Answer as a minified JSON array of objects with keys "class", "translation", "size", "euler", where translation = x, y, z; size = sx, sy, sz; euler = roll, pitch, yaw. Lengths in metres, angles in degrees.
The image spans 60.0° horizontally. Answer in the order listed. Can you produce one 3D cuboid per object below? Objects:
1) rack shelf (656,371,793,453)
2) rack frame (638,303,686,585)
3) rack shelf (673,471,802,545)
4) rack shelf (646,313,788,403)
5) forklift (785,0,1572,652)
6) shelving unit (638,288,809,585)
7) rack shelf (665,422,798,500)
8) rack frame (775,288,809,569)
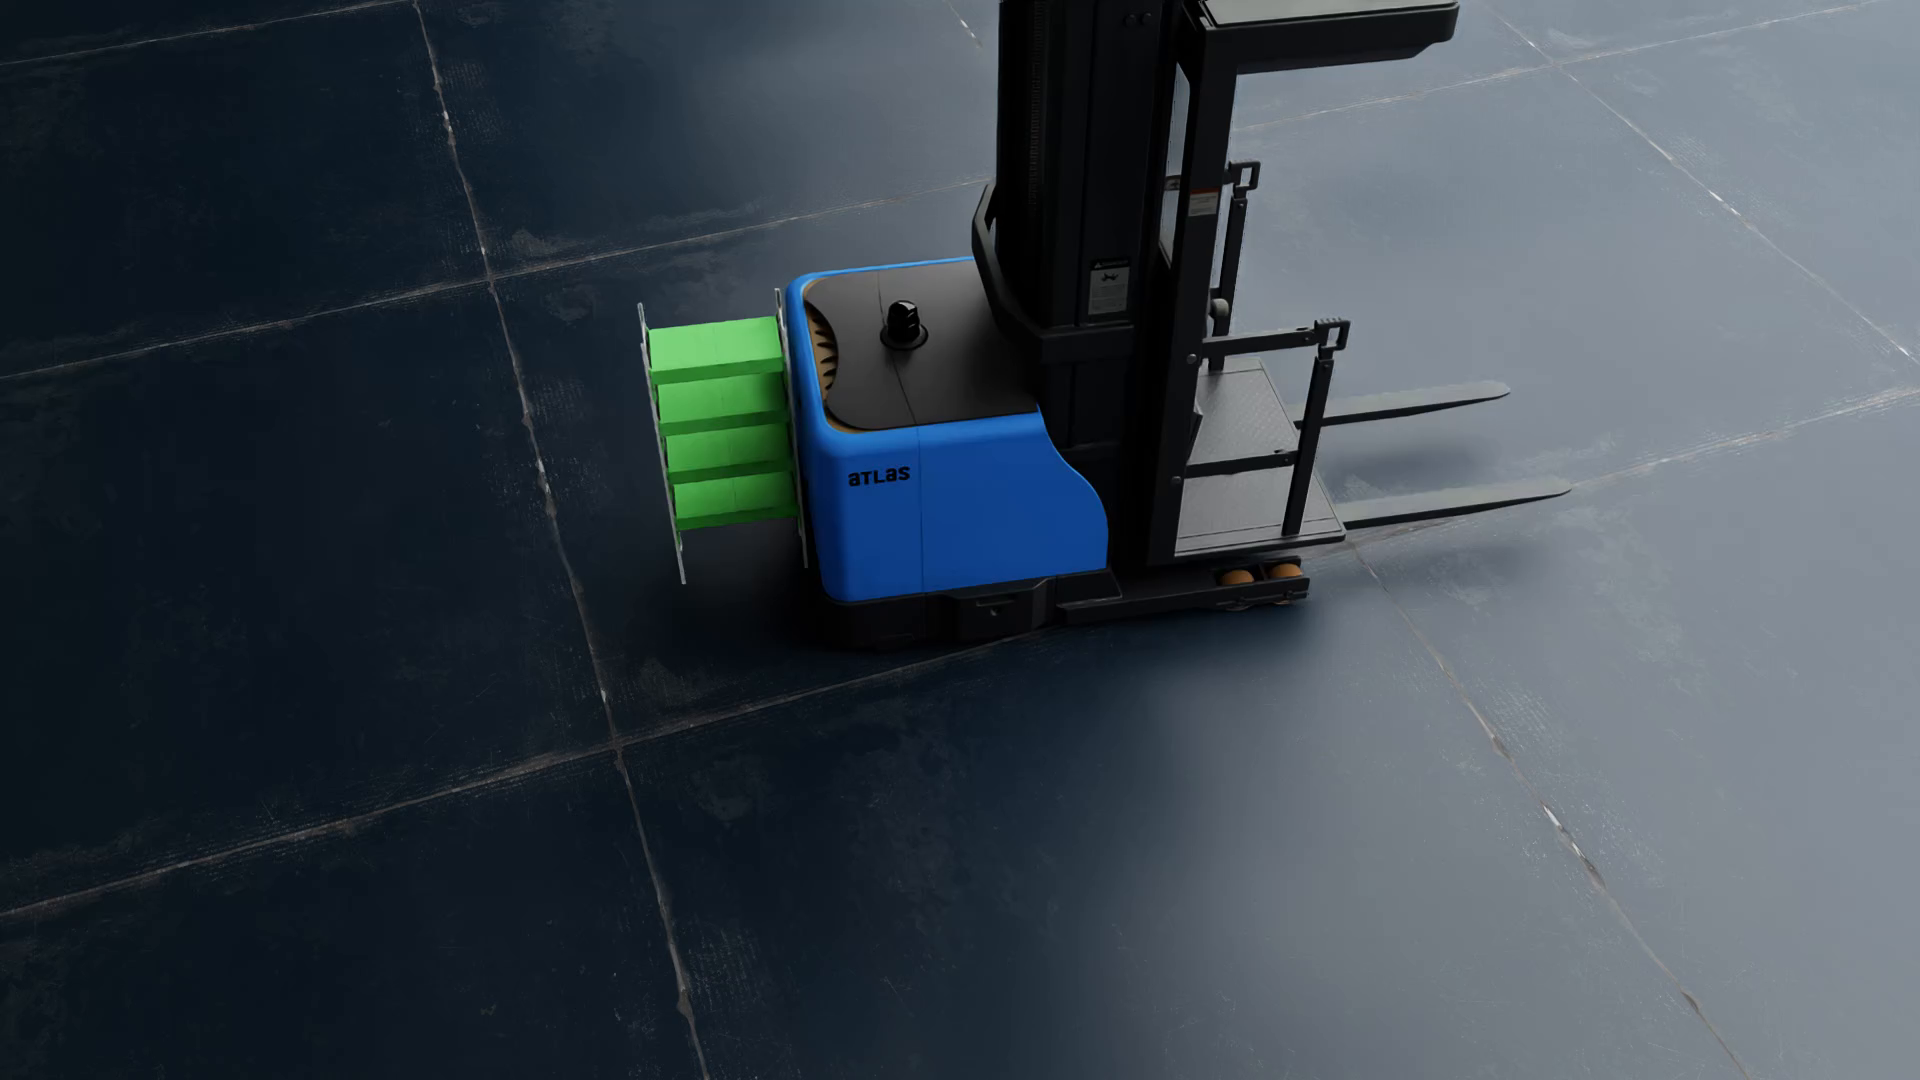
[{"class":"rack shelf","translation":[-0.873,-0.486,6.139],"size":[0.480,0.148,0.258],"euler":[-7,46,-7]},{"class":"rack frame","translation":[-1.113,-0.331,6.233],"size":[0.015,1.200,0.240],"euler":[-7,46,-7]},{"class":"rack shelf","translation":[-0.873,-0.147,6.479],"size":[0.480,0.148,0.258],"euler":[-7,46,-7]},{"class":"rack shelf","translation":[-0.873,-0.656,5.969],"size":[0.480,0.148,0.258],"euler":[-7,46,-7]},{"class":"forklift","translation":[0.898,-1.121,5.798],"size":[3.031,2.935,1.130],"euler":[-7,46,-7]},{"class":"shelving unit","translation":[-0.873,-0.362,6.263],"size":[0.503,1.200,0.258],"euler":[-7,46,-7]},{"class":"rack shelf","translation":[-0.873,-0.317,6.309],"size":[0.480,0.148,0.258],"euler":[-7,46,-7]},{"class":"rack frame","translation":[-0.633,-0.393,6.294],"size":[0.015,1.200,0.240],"euler":[-7,46,-7]}]
